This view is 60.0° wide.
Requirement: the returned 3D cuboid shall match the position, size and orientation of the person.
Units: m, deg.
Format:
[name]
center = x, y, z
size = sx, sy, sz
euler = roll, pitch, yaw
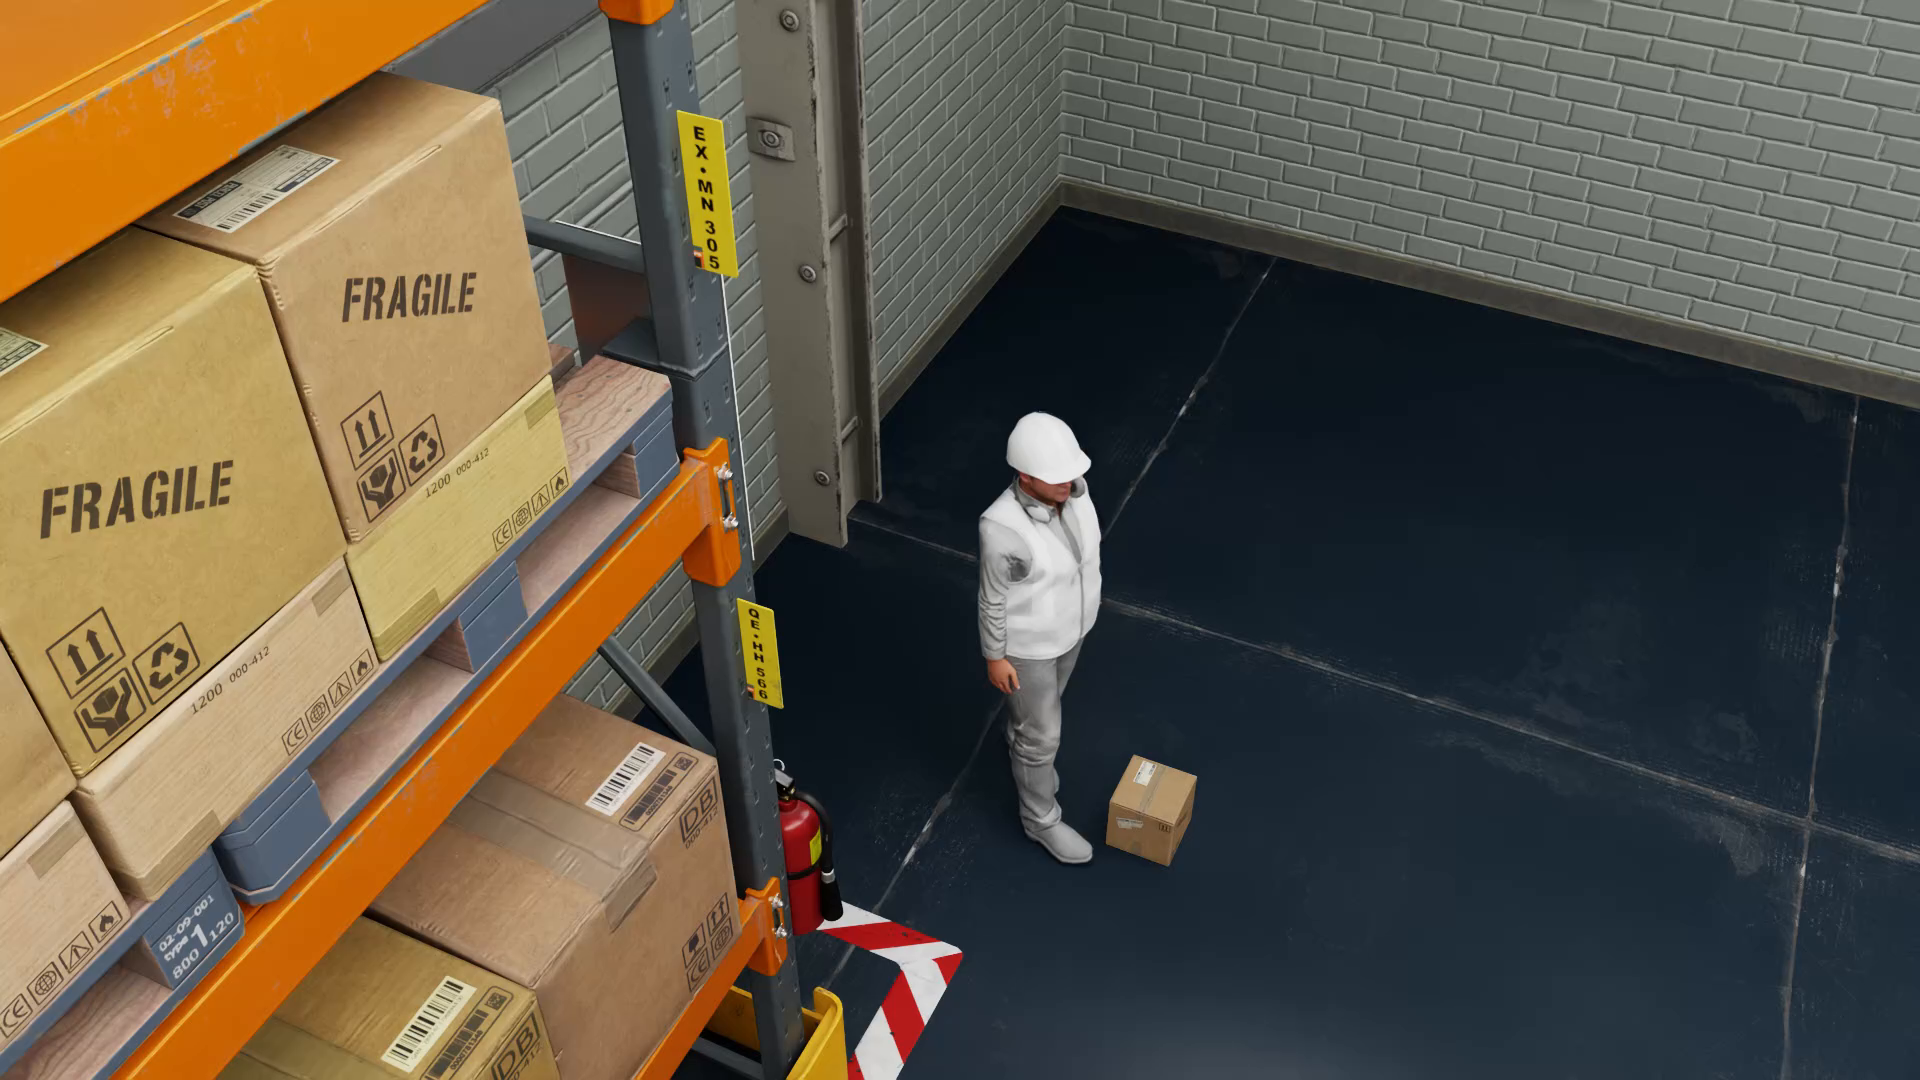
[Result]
[person]
center = 0.350, 0.326, 5.770
size = 0.600, 1.769, 0.546
euler = 28, 49, 28
